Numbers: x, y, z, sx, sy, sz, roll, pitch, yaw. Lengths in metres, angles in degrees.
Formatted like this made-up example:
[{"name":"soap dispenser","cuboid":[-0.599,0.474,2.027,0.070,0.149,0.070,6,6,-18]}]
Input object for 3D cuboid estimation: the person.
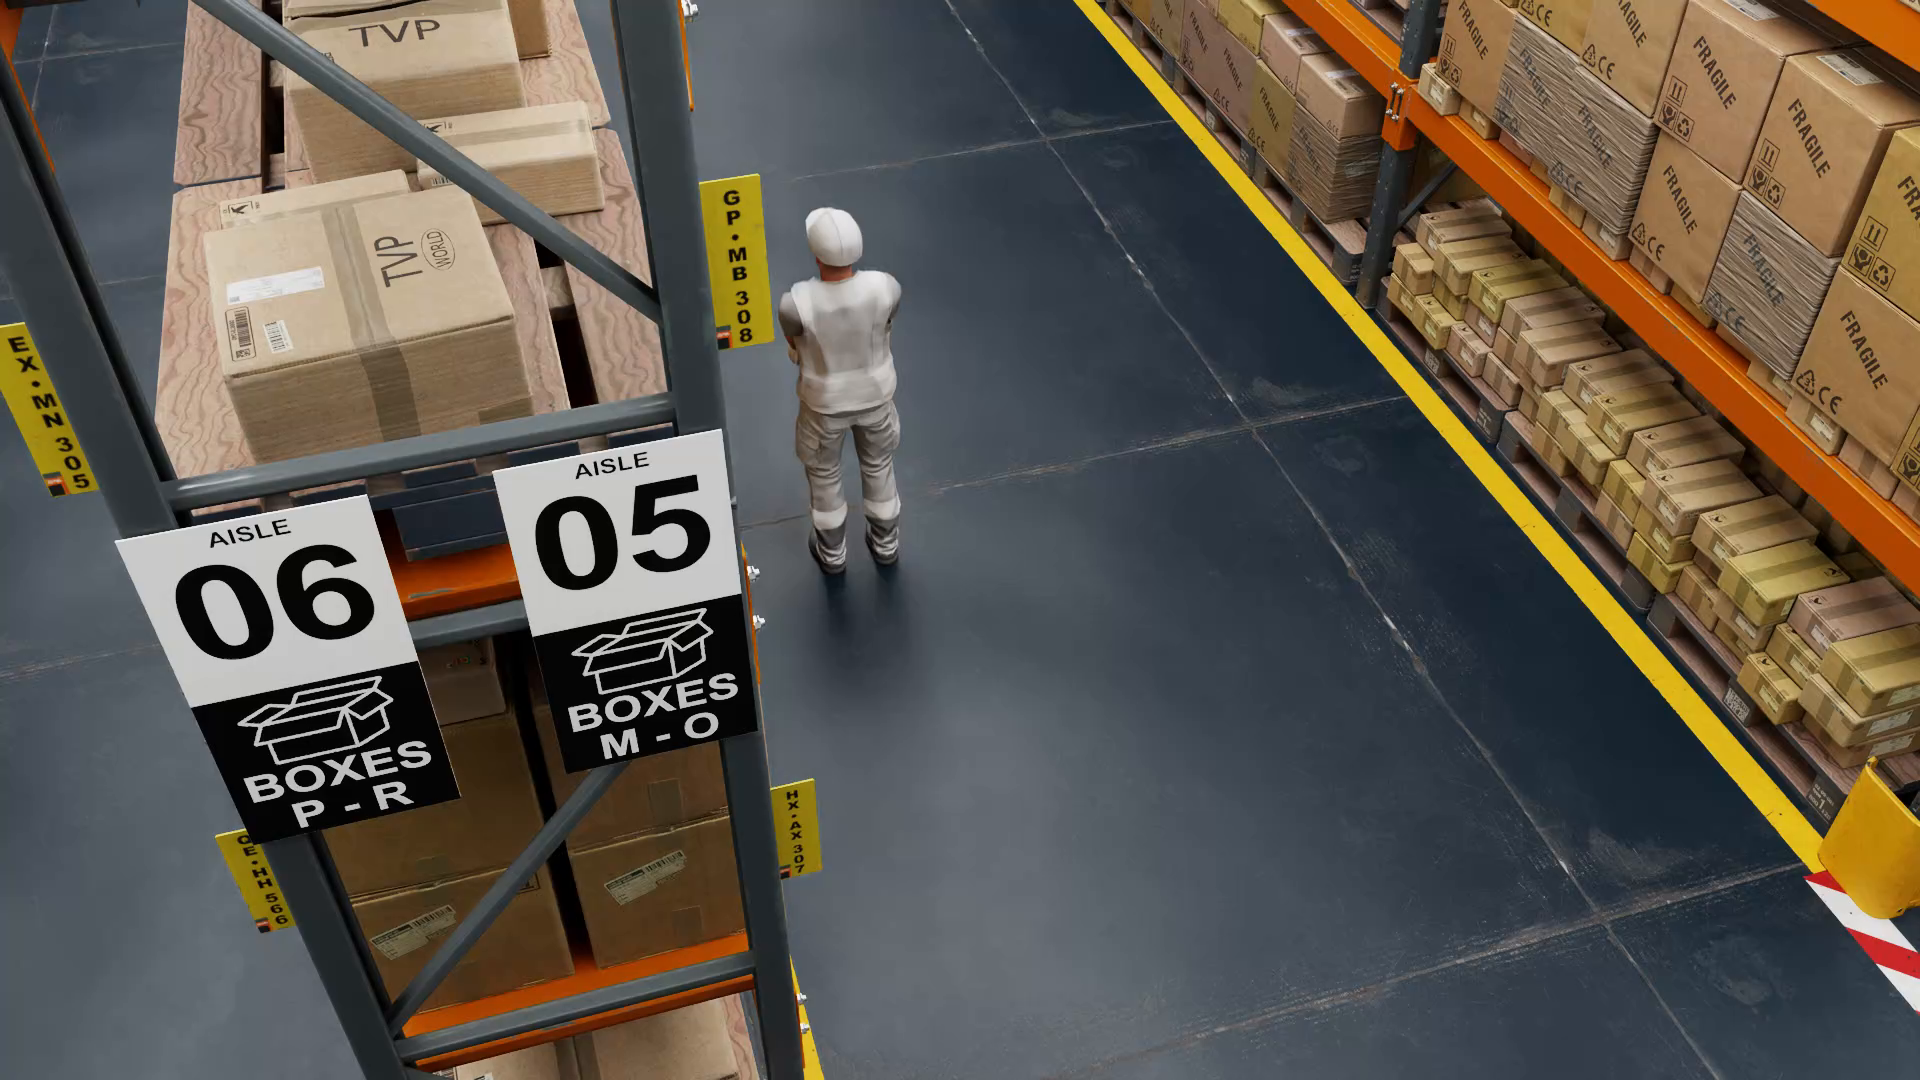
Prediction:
[{"name":"person","cuboid":[-0.503,-0.654,6.876,0.494,1.782,0.559,-11,43,-12]}]
